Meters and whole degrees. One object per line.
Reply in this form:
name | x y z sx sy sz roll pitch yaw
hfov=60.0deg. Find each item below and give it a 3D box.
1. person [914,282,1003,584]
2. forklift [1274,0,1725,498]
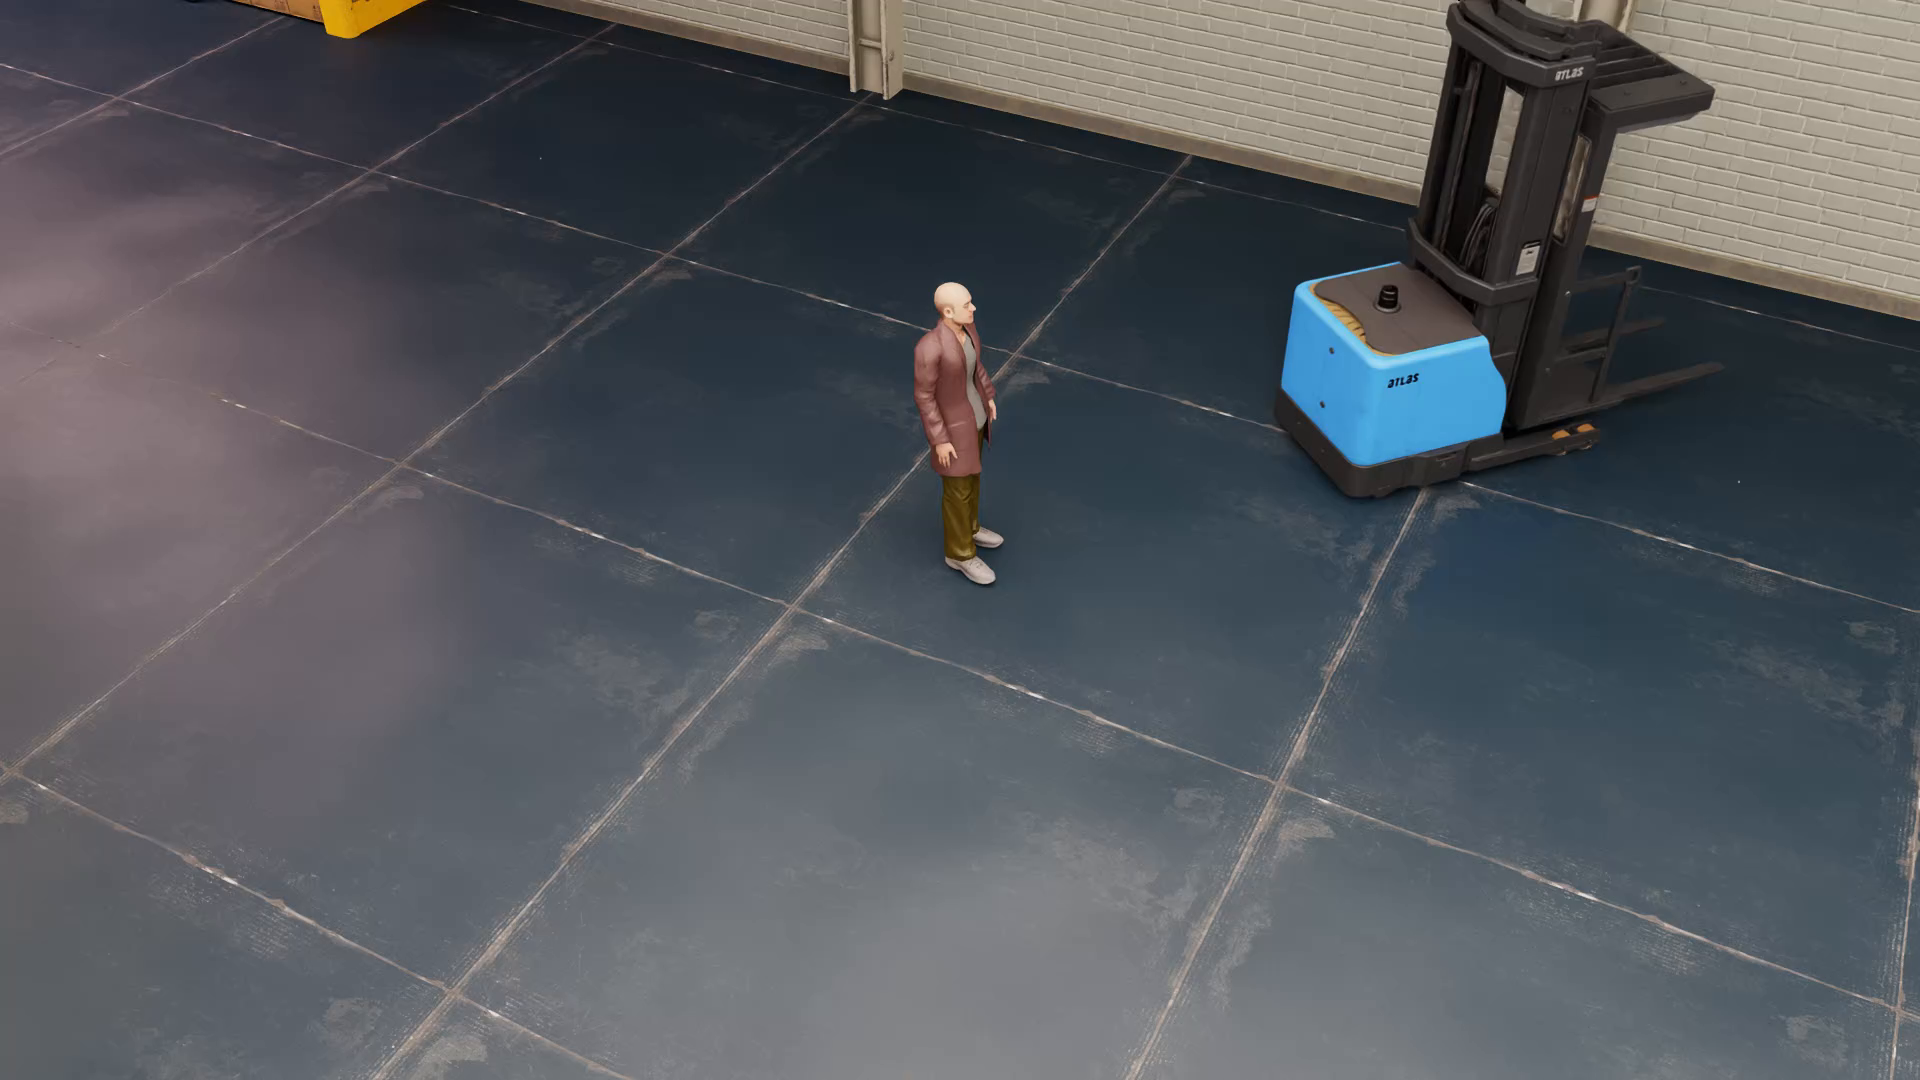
person | 0.080 -0.656 9.649 0.579 1.778 0.698 18 43 21
forklift | 3.676 -1.978 10.336 3.031 2.935 1.130 -14 42 -16
